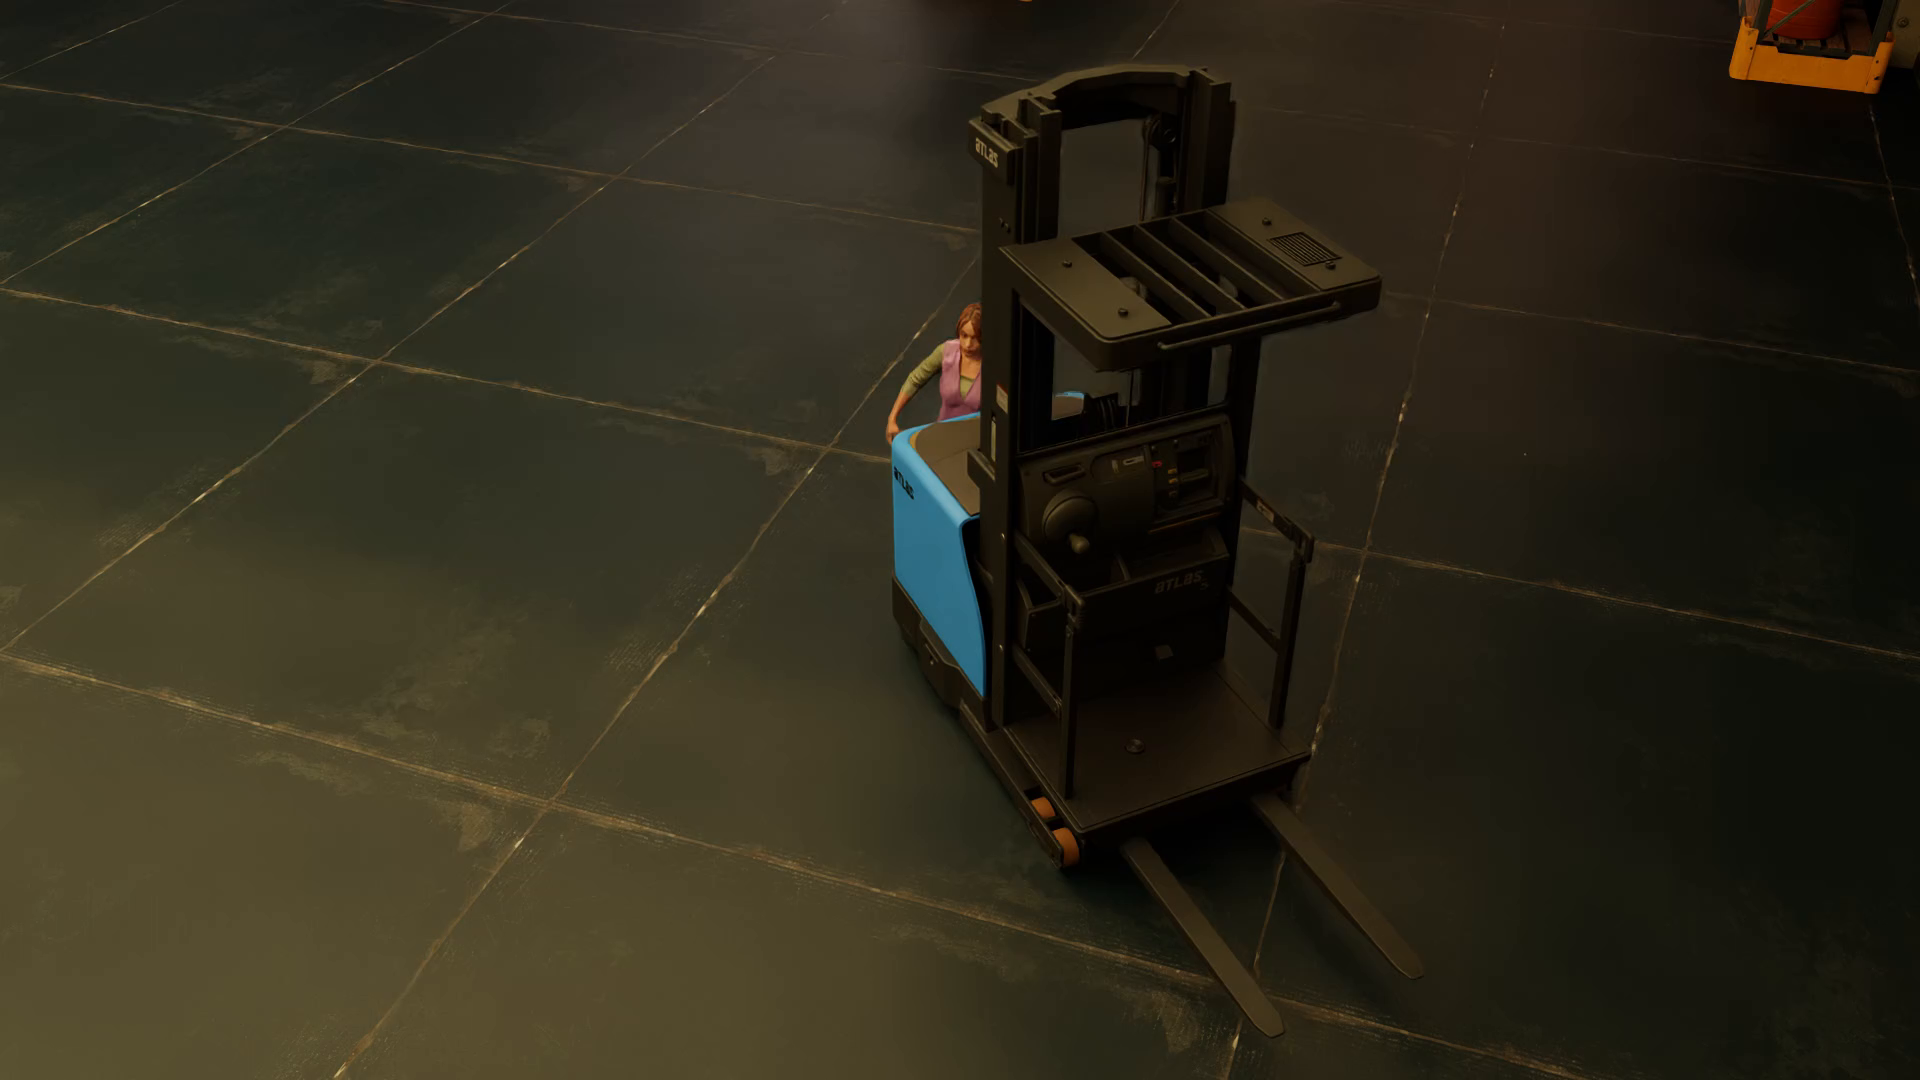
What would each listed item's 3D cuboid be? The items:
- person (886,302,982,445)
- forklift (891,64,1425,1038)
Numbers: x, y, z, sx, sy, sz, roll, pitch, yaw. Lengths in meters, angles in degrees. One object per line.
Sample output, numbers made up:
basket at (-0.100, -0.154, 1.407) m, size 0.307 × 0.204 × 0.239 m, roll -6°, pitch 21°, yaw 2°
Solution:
person at (-0.024, -0.342, 7.803) m, size 0.754 × 1.524 × 0.737 m, roll 11°, pitch 37°, yaw 16°
forklift at (0.753, -0.150, 6.322) m, size 1.130 × 2.935 × 3.031 m, roll -15°, pitch 38°, yaw -20°
